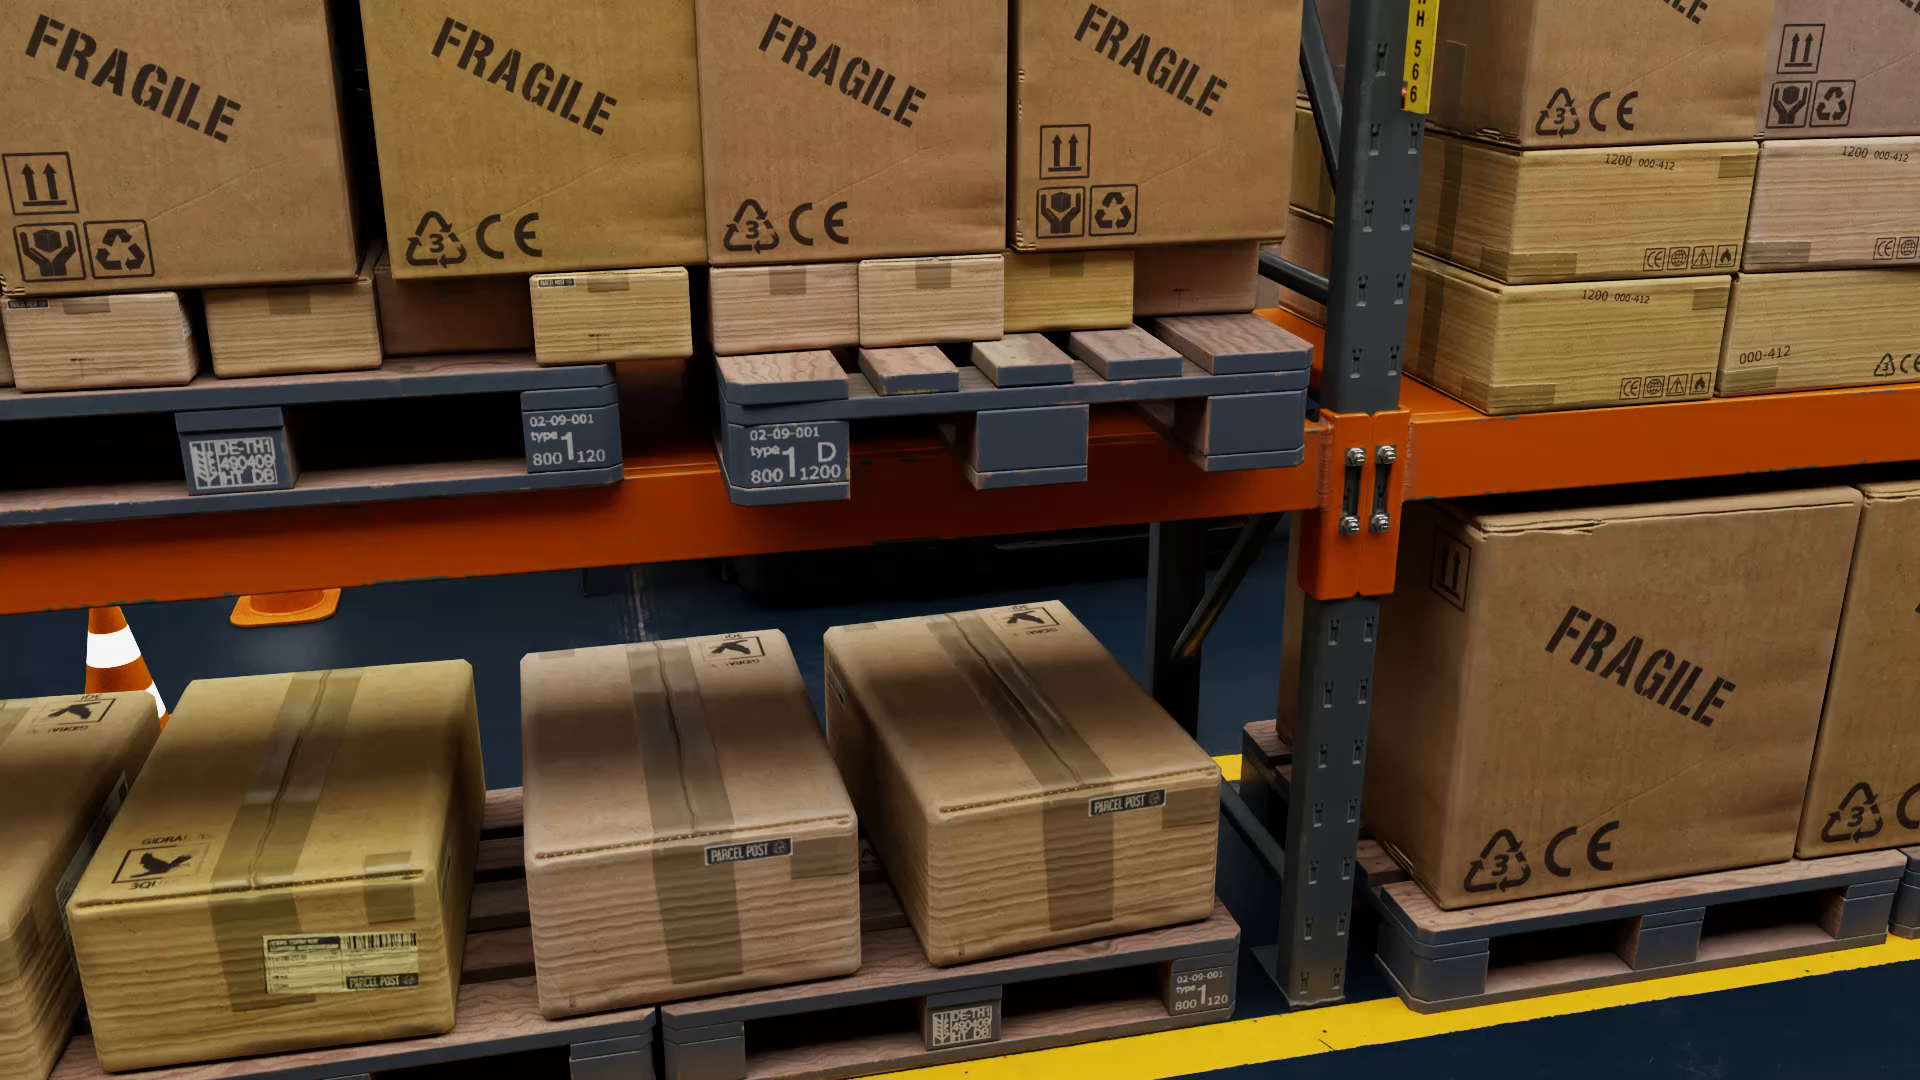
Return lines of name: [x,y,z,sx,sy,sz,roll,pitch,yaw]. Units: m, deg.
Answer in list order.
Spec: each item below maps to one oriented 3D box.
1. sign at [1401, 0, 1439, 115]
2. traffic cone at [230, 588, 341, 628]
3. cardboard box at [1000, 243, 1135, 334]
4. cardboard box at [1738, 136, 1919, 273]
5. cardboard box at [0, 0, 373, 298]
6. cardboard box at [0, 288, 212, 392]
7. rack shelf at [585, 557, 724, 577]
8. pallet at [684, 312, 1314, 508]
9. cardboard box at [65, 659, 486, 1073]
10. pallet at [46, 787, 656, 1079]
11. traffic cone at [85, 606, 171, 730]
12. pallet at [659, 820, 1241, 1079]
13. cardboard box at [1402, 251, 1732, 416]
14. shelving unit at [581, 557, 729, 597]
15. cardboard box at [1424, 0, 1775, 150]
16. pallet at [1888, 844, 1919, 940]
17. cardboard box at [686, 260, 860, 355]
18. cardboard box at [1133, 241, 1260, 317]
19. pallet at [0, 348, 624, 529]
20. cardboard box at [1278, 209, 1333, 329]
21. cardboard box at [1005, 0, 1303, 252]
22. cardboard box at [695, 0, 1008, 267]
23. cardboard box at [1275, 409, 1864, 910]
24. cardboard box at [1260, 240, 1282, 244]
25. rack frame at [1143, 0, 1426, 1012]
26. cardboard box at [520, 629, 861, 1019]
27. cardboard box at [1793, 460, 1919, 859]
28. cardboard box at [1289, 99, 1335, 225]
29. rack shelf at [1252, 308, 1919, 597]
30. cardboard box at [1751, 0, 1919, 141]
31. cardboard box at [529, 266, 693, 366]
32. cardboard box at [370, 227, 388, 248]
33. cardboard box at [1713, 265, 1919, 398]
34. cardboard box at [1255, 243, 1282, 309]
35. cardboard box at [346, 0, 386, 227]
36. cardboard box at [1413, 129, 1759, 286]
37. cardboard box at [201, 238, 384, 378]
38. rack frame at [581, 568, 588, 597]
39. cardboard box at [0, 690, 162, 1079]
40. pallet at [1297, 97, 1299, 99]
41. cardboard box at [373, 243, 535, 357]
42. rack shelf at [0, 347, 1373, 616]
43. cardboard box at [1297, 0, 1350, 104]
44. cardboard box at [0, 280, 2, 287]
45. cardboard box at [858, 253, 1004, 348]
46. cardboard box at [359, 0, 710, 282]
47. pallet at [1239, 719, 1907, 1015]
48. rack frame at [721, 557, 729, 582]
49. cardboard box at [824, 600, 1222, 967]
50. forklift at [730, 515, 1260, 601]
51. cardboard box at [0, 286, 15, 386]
sign: [0.788,-0.897,2.834,0.005,0.325,0.100,-5,21,-12]
traffic cone: [-2.302,0.012,5.609,0.334,0.463,0.336,-5,21,-12]
cardboard box: [0.145,-0.500,3.074,0.250,0.149,0.380,-4,21,-12]
cardboard box: [1.707,-0.734,3.448,0.500,0.250,0.500,-4,21,-11]
cardboard box: [-1.247,-0.698,2.672,0.500,0.500,0.500,-6,21,-15]
cardboard box: [-1.353,-0.366,2.707,0.250,0.149,0.380,-4,20,-10]
rack shelf: [-1.119,-0.208,5.899,0.480,0.518,0.431,-6,21,-14]
pallet: [-0.015,-0.389,3.295,1.003,0.211,1.213,-5,21,-12]
cardboard box: [-1.354,0.626,3.455,0.625,0.372,0.950,-4,20,-11]
pallet: [-1.292,0.895,3.565,1.213,0.211,1.003,-5,21,-12]
traffic cone: [-2.354,0.370,4.633,0.334,0.463,0.336,-5,21,-12]
pallet: [-0.107,0.799,3.825,1.213,0.211,1.003,-5,21,-12]
cardboard box: [1.188,-0.455,3.415,0.500,0.250,0.500,-5,21,-13]
shelving unit: [-1.125,-0.878,5.652,0.503,2.100,0.431,-6,21,-14]
cardboard box: [1.190,-1.045,3.207,0.500,0.500,0.500,-5,21,-14]
pallet: [2.623,0.605,4.355,1.213,0.211,1.003,-5,21,-12]
cardboard box: [-0.337,-0.448,2.932,0.250,0.149,0.380,-6,21,-15]
cardboard box: [0.389,-0.546,3.198,0.250,0.149,0.380,-4,20,-10]
pallet: [-1.263,-0.311,3.081,1.213,0.211,1.003,-5,21,-12]
cardboard box: [1.086,-0.628,3.886,0.500,0.250,0.500,-5,21,-14]
cardboard box: [0.275,-0.826,3.020,0.500,0.500,0.500,-5,21,-14]
cardboard box: [-0.225,-0.782,2.899,0.500,0.500,0.500,-5,21,-13]
cardboard box: [1.345,0.202,3.880,0.875,0.875,0.875,-5,21,-13]
cardboard box: [1.628,-1.686,8.490,0.500,0.250,0.500,-6,21,-15]
rack frame: [0.654,-0.571,3.513,0.127,3.000,1.000,-5,21,-12]
cardboard box: [-0.615,0.568,3.613,0.625,0.372,0.950,-5,21,-14]
cardboard box: [2.214,0.133,4.069,0.875,0.875,0.875,-4,21,-12]
cardboard box: [1.067,-0.859,3.790,0.500,0.250,0.500,-5,21,-13]
rack shelf: [2.600,-0.392,4.069,4.000,0.370,1.077,-5,21,-12]
cardboard box: [1.671,-1.087,3.323,0.500,0.500,0.500,-5,21,-12]
cardboard box: [-0.602,-0.422,2.860,0.250,0.149,0.380,-4,21,-12]
cardboard box: [-1.020,-0.574,3.276,0.250,0.149,0.380,-4,20,-10]
cardboard box: [1.684,-0.502,3.542,0.500,0.250,0.500,-5,21,-14]
cardboard box: [1.647,-1.338,8.629,0.500,0.500,0.500,-5,21,-14]
cardboard box: [-1.347,-0.872,3.146,0.500,0.500,0.500,-5,21,-15]
cardboard box: [1.204,-0.693,3.337,0.500,0.250,0.500,-5,21,-13]
cardboard box: [-1.101,-0.397,2.791,0.250,0.149,0.380,-5,21,-14]
rack frame: [-1.360,-0.854,5.592,0.015,2.100,0.400,-6,21,-14]
cardboard box: [-2.030,0.682,3.303,0.625,0.372,0.950,-3,20,-9]
pallet: [1.333,-2.301,8.513,1.213,0.211,1.003,-5,21,-12]
cardboard box: [-0.875,-0.444,2.921,0.250,0.149,0.380,-4,21,-12]
rack shelf: [-1.292,-0.075,3.205,4.000,0.370,1.077,-5,21,-12]
cardboard box: [1.097,-1.216,3.675,0.500,0.500,0.500,-5,21,-14]
cardboard box: [-1.745,-0.654,2.551,0.500,0.500,0.500,-5,21,-13]
cardboard box: [-0.090,-0.465,2.979,0.250,0.149,0.380,-5,21,-13]
cardboard box: [-0.716,-0.741,2.789,0.500,0.500,0.500,-6,21,-16]
pallet: [1.438,0.701,4.094,1.213,0.211,1.003,-5,21,-12]
rack frame: [-0.890,-0.902,5.713,0.015,2.100,0.400,-6,21,-14]
cardboard box: [0.102,0.507,3.780,0.625,0.372,0.950,-6,21,-16]
forklift: [0.600,-1.433,5.965,3.031,2.935,1.130,-5,21,-14]
cardboard box: [-1.624,-0.362,2.697,0.250,0.149,0.380,-4,21,-12]
